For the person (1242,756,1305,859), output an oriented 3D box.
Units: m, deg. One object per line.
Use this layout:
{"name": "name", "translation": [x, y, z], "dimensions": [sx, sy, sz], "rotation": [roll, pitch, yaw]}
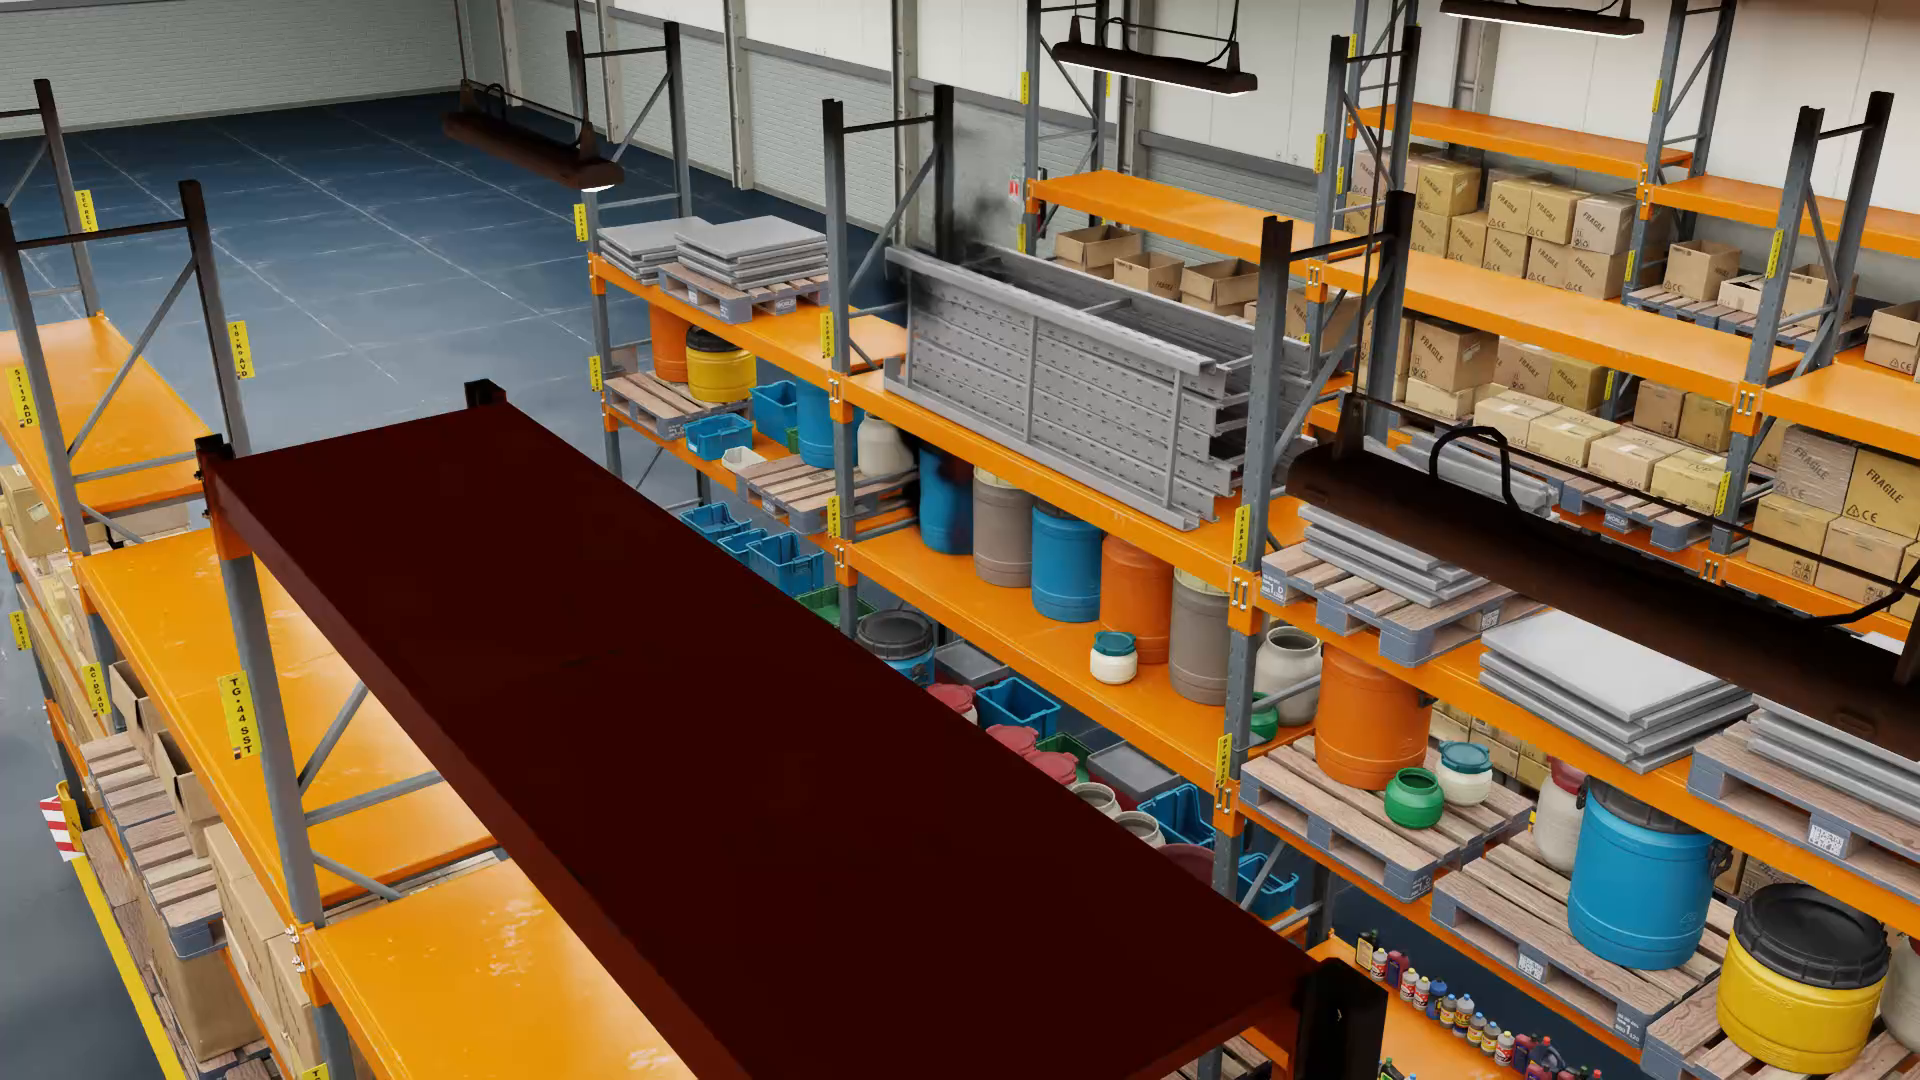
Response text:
{"name": "person", "translation": [2.394, 1.784, 12.741], "dimensions": [0.851, 1.649, 0.579], "rotation": [21, 32, 38]}
